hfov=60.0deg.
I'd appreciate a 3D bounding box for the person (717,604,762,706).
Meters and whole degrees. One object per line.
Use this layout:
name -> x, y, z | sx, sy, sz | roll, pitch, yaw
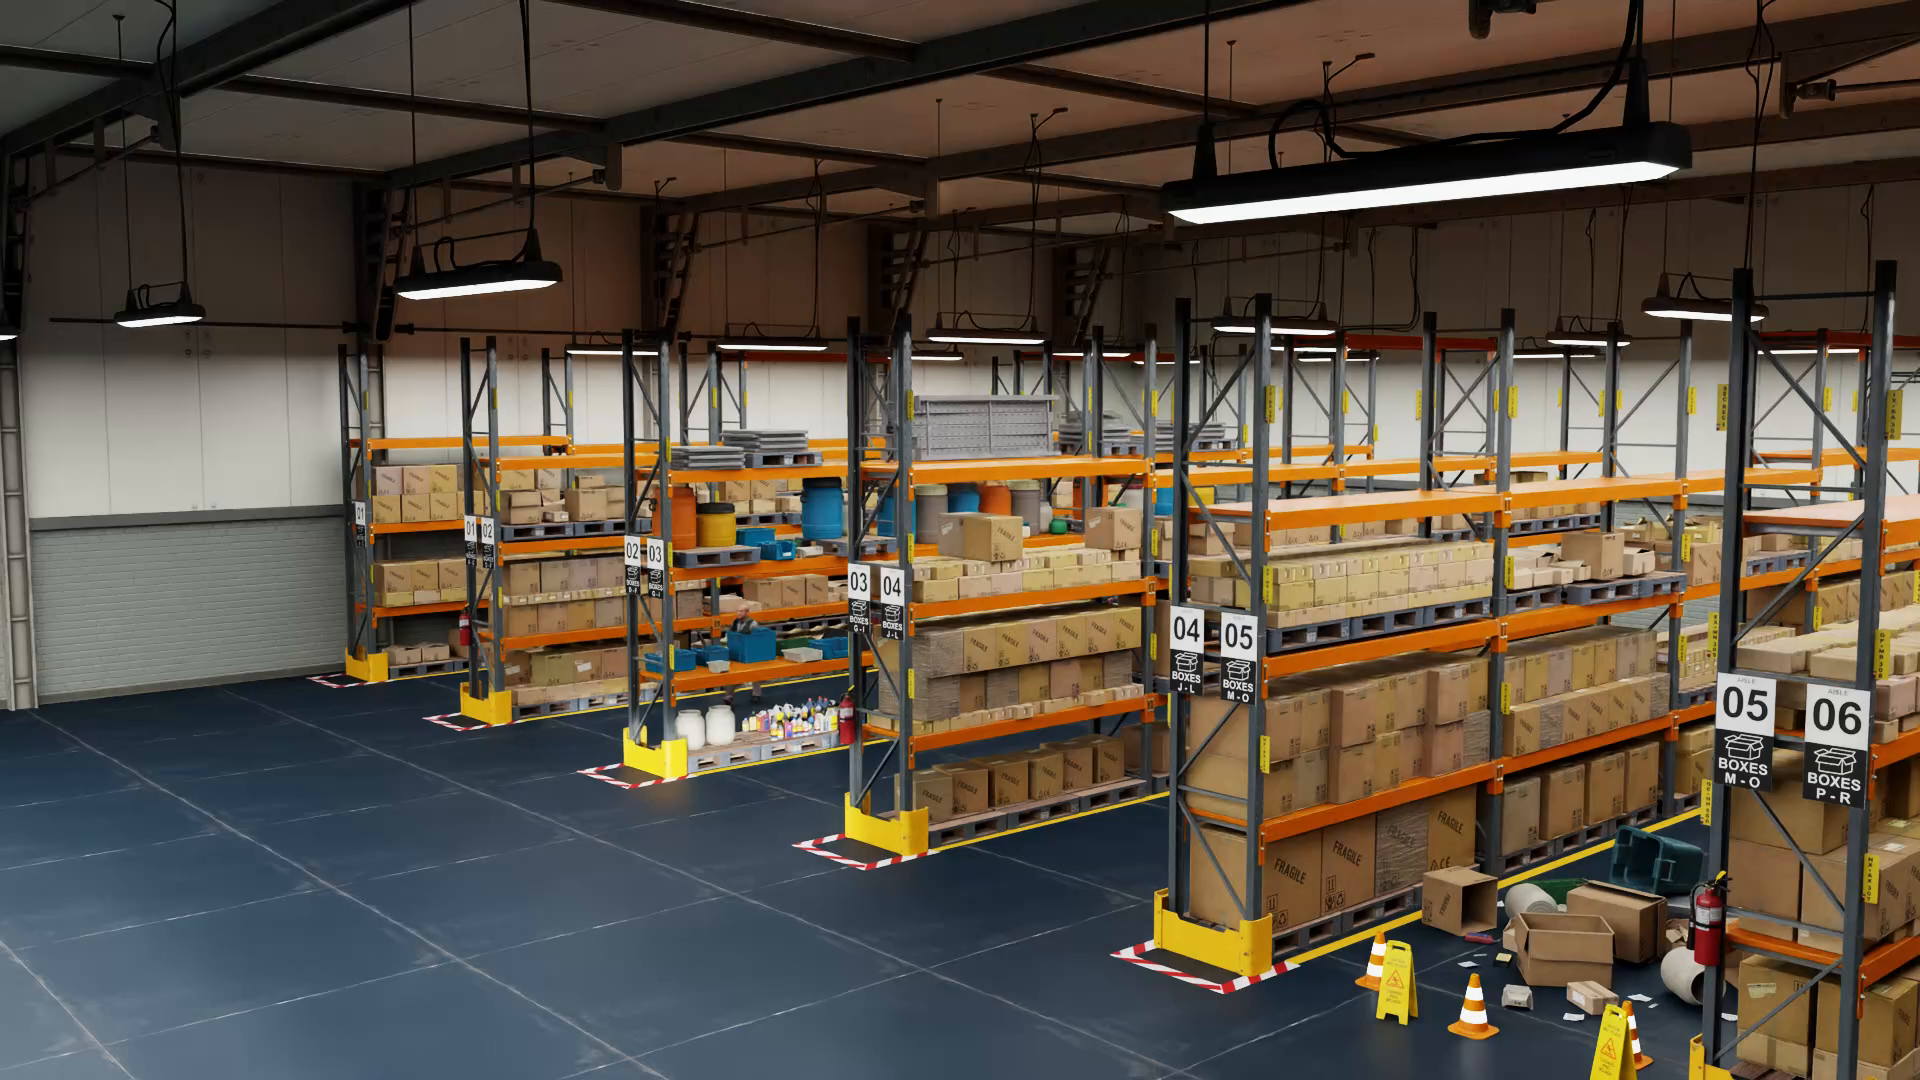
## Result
person -> -3.551, 1.874, 27.151 | 0.555, 1.664, 1.022 | 1, 5, 15
